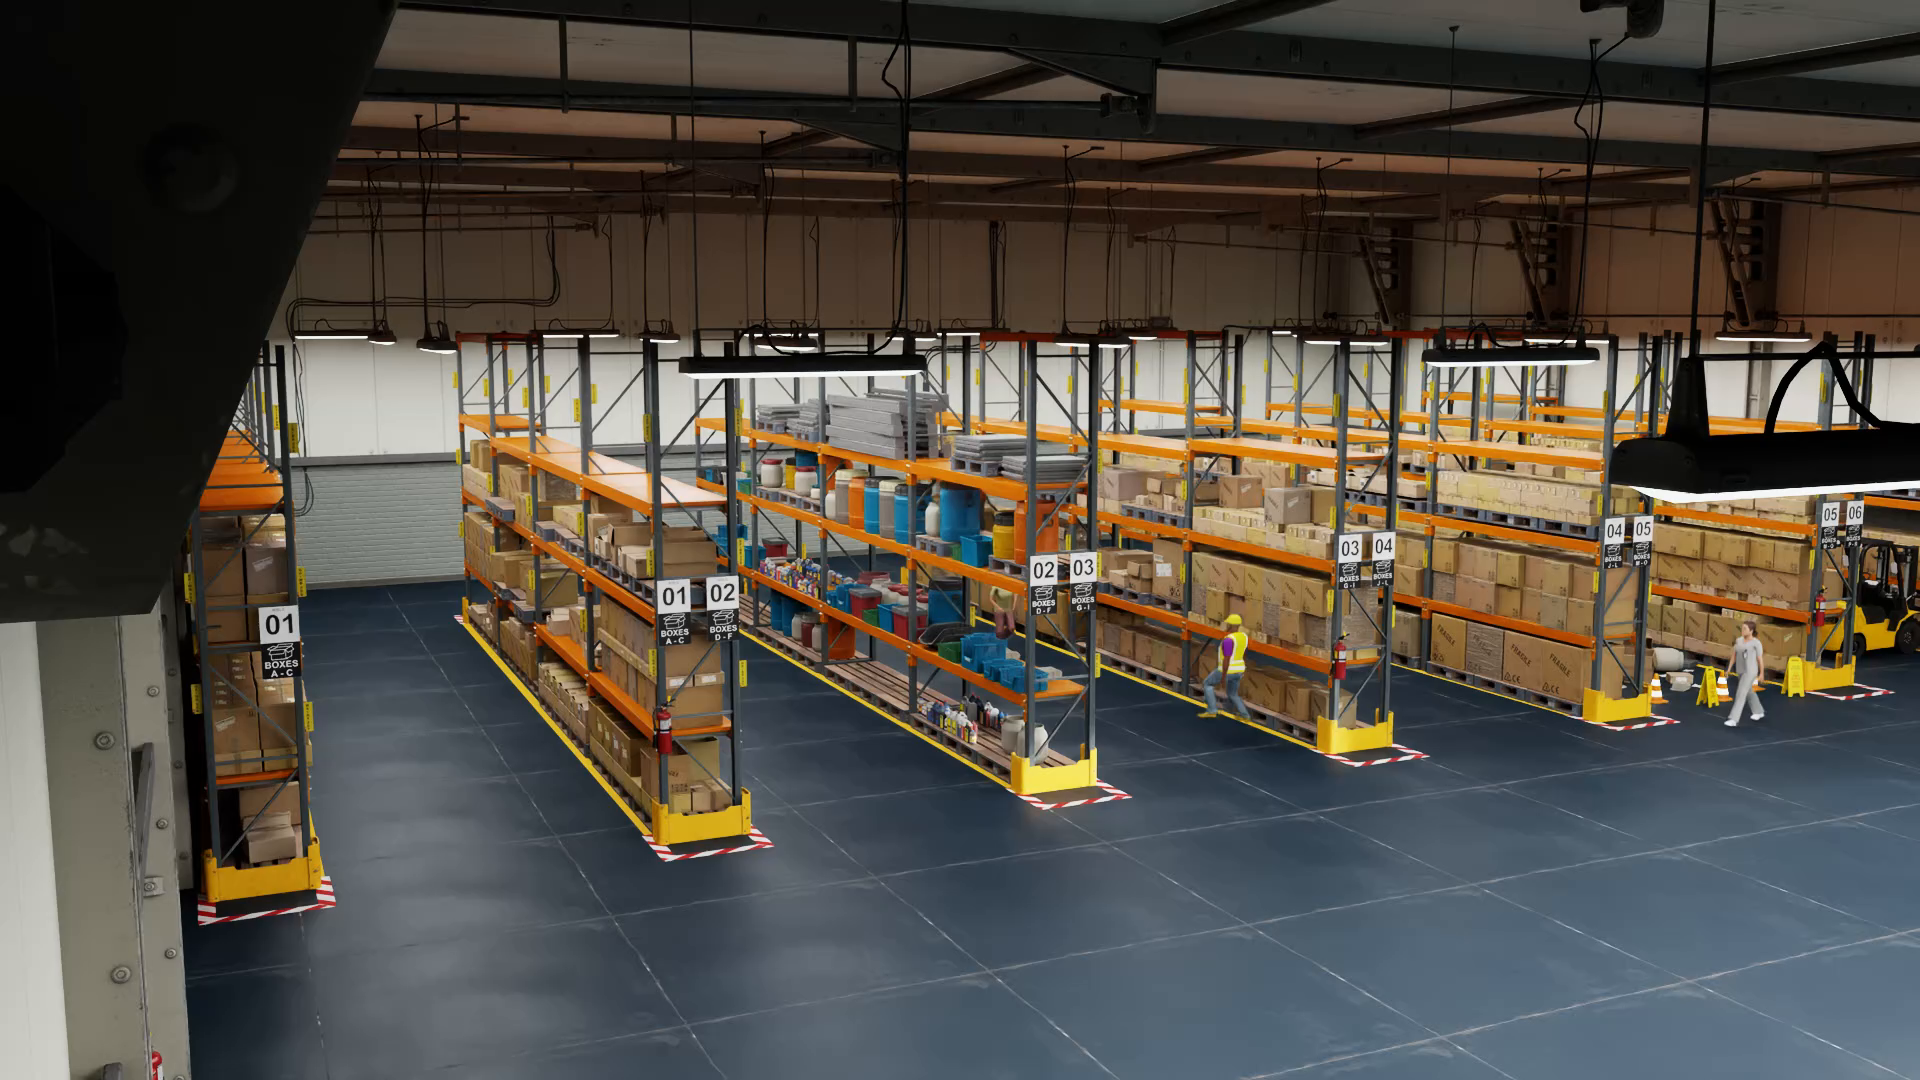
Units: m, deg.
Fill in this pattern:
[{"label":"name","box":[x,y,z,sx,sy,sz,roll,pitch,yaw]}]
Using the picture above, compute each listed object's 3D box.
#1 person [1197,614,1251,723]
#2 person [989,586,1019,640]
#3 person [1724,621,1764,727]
[{"label":"person","box":[4.057,1.904,24.958,0.642,1.607,0.778,-5,9,-31]},{"label":"person","box":[0.823,1.338,31.303,0.618,1.583,0.683,-2,8,-15]},{"label":"person","box":[12.174,2.051,25.773,0.997,1.628,0.457,-3,8,-21]}]
